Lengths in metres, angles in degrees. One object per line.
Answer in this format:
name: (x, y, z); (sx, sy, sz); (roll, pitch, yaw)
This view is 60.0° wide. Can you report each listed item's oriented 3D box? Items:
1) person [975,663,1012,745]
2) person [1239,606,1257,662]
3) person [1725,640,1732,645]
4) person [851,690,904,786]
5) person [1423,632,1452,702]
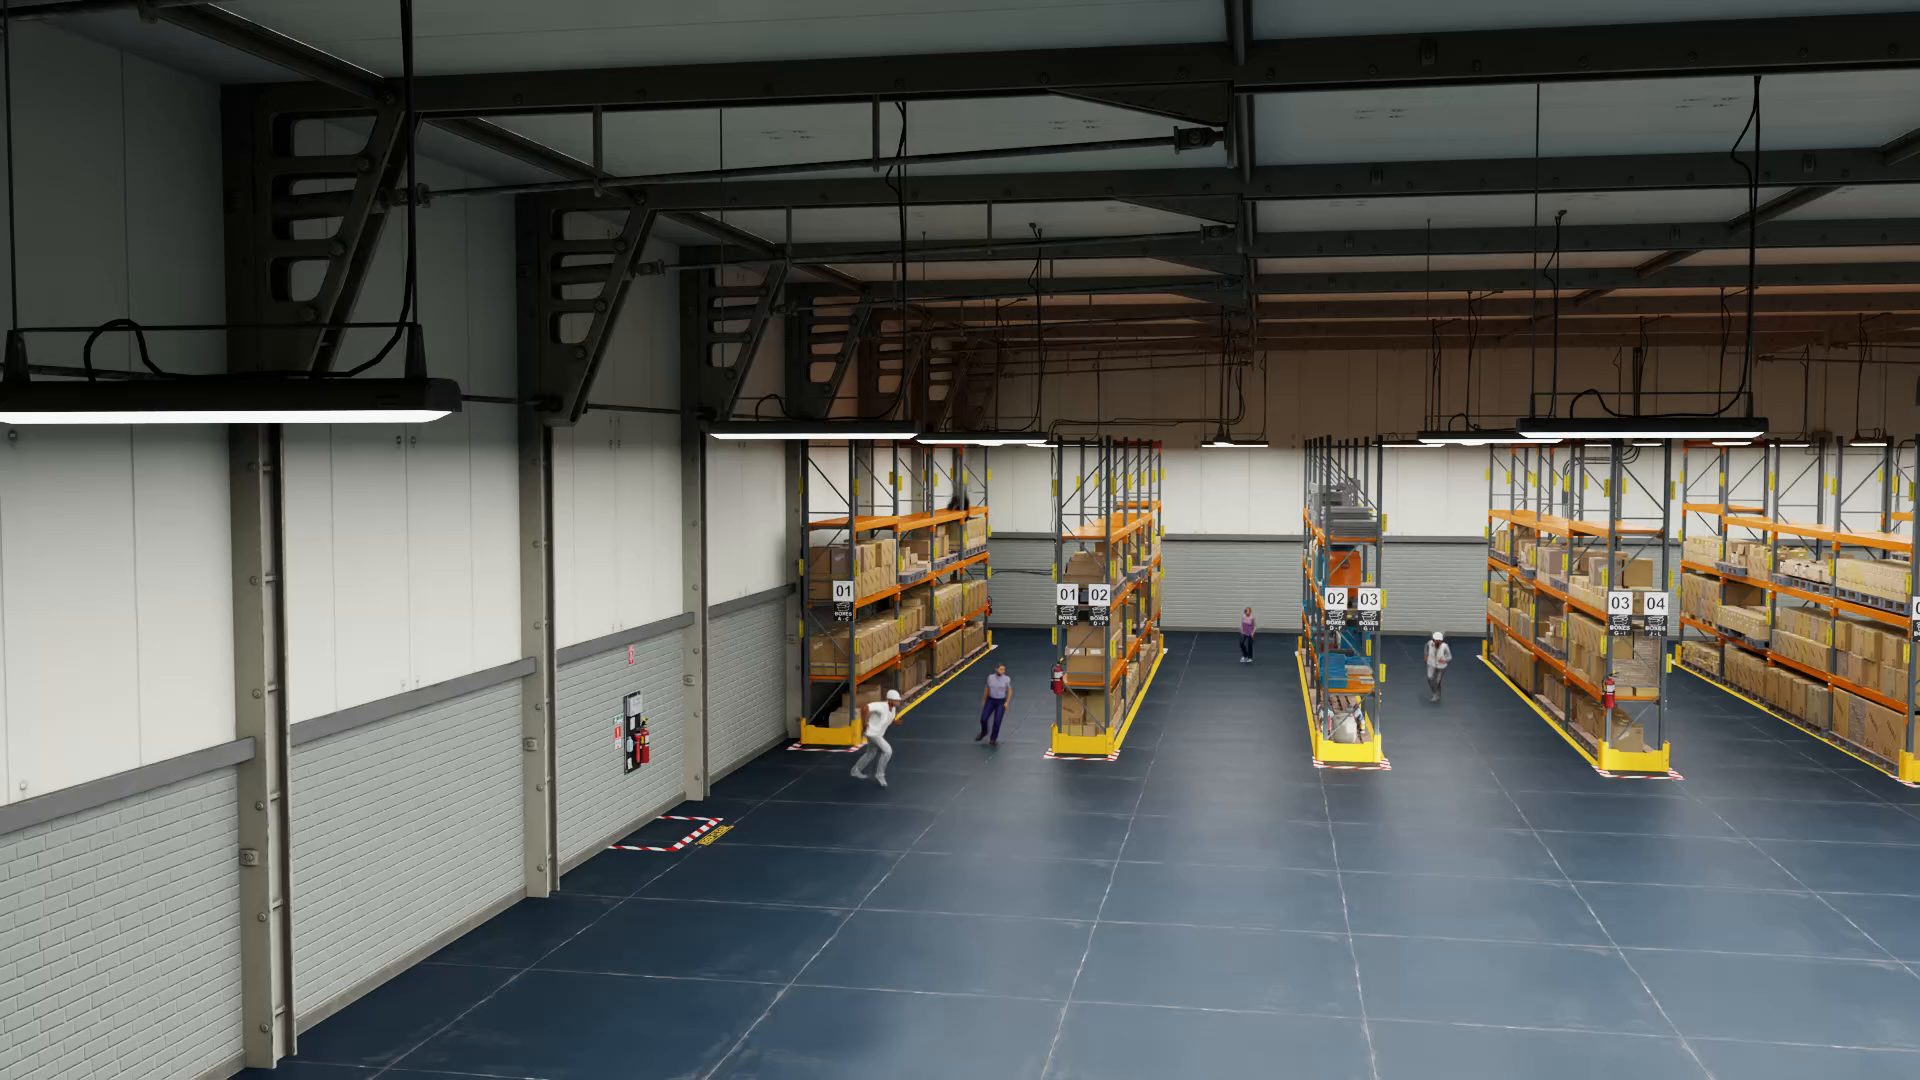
person: (0.644, 3.173, 32.199); (0.739, 1.594, 0.451); (0, 3, 8)
person: (7.733, 2.533, 44.542); (0.526, 1.529, 0.727); (2, 3, 26)
person: (21.316, 2.410, 45.594); (0.911, 1.681, 0.595); (0, 3, -7)
person: (-1.448, 3.387, 28.432); (0.996, 1.689, 0.746); (1, 3, 25)
person: (10.887, 2.853, 37.890); (0.655, 1.596, 1.101); (1, 3, 19)
